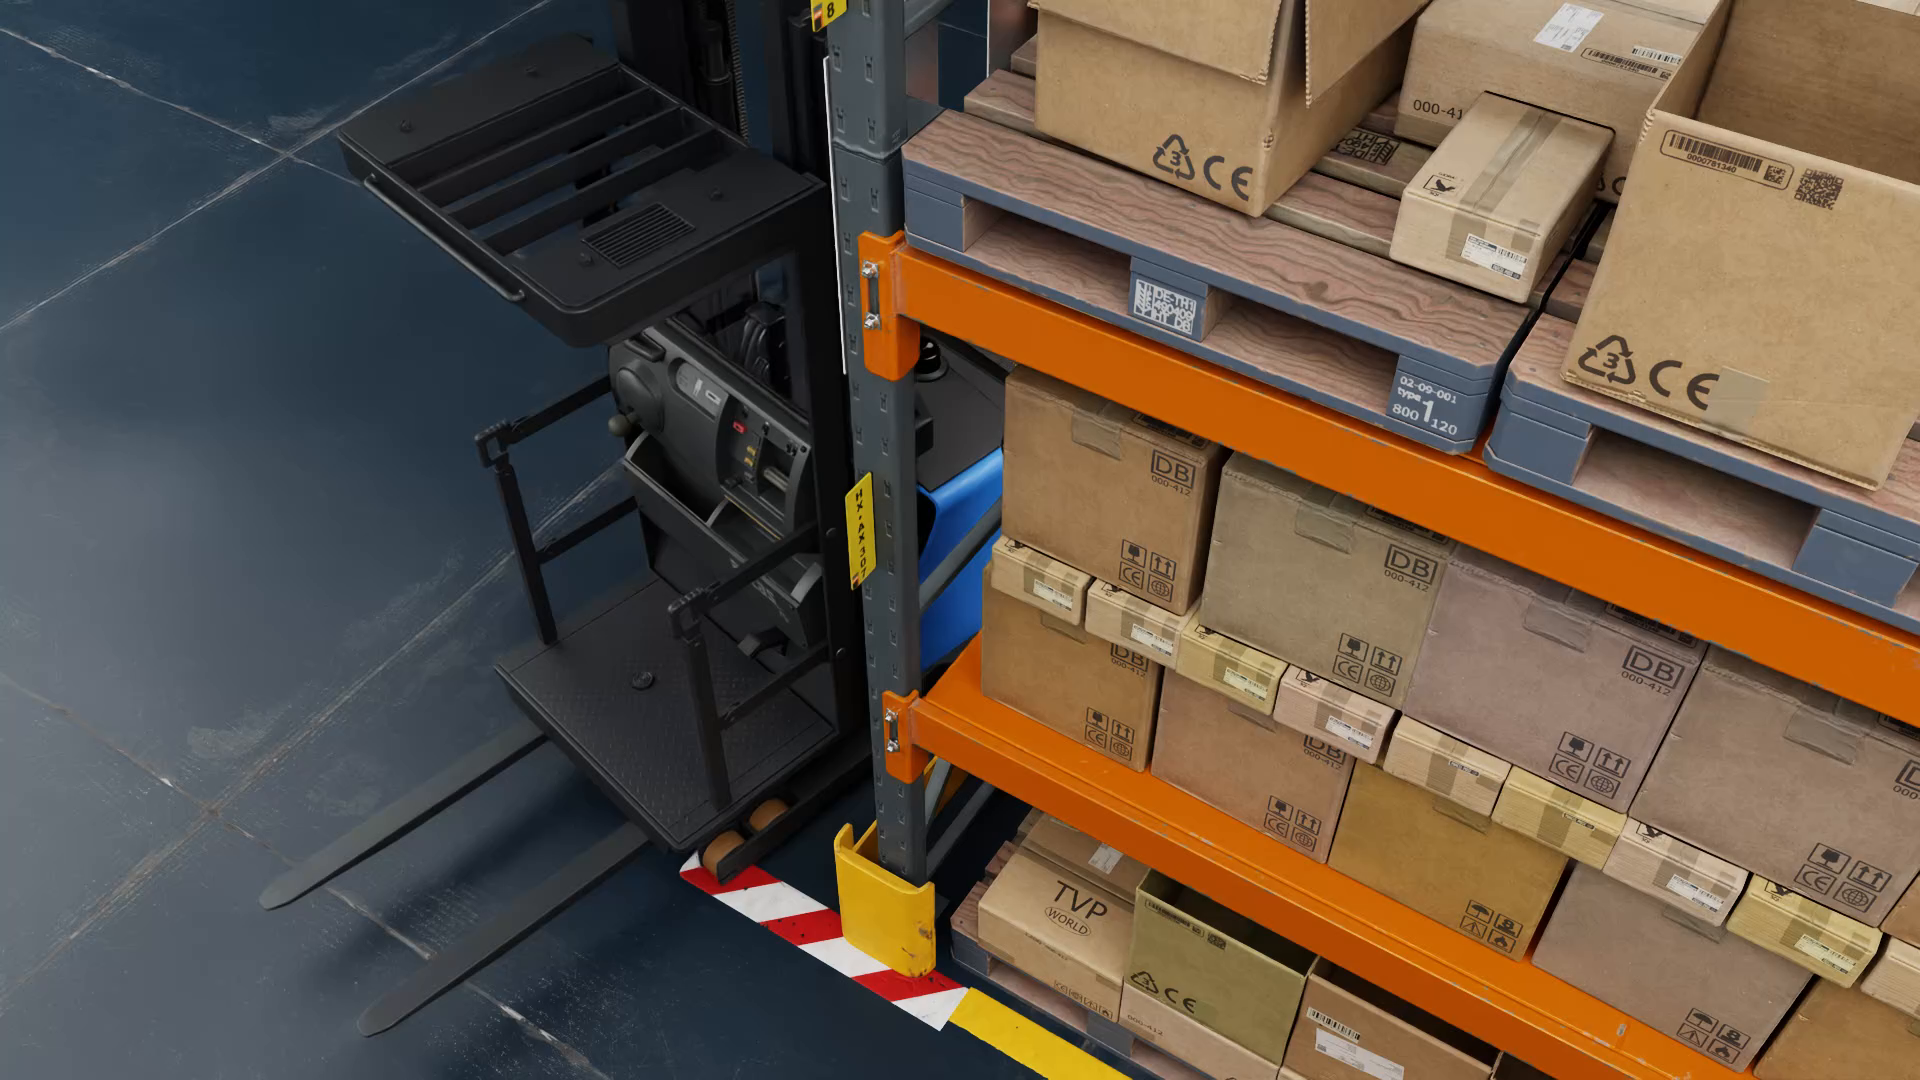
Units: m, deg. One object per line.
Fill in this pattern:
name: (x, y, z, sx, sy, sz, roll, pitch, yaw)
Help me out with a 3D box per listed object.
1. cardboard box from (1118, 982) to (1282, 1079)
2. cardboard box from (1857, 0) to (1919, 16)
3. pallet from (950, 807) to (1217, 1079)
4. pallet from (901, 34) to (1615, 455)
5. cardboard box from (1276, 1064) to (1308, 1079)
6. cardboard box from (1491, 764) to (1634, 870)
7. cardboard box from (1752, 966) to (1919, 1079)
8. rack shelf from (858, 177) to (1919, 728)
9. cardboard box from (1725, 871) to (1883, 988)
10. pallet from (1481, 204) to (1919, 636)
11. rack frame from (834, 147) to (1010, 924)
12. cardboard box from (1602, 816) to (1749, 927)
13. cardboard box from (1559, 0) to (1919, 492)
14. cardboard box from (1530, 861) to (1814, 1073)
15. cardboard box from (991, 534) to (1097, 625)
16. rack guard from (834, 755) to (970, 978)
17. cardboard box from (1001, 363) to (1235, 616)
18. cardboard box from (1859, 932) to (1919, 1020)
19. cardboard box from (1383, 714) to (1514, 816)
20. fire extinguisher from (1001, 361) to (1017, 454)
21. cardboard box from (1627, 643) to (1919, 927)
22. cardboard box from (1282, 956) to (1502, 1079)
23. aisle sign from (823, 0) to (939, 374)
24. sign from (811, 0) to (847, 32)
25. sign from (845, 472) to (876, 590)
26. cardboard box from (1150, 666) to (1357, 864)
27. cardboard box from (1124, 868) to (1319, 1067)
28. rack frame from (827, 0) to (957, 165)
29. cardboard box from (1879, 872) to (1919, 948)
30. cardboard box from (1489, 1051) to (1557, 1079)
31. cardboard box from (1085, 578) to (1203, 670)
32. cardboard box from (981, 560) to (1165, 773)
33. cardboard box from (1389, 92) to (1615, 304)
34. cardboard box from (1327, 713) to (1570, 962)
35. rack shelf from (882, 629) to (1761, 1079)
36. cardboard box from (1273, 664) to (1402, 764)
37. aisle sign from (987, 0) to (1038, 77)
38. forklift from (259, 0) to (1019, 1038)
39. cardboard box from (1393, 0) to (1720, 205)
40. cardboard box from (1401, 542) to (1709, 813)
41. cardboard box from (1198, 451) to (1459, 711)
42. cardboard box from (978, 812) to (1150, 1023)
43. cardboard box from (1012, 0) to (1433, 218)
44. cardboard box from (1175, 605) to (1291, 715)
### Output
cardboard box: (0.820, 1.324, 4.997, 0.500, 0.250, 0.500, 25, 51, 22)
cardboard box: (1.646, -0.729, 2.947, 0.500, 0.311, 0.500, 31, 53, 26)
pallet: (0.732, 1.221, 5.416, 1.213, 0.211, 1.003, 25, 51, 22)
pallet: (0.647, -0.747, 3.354, 1.213, 0.211, 1.003, 25, 51, 22)
cardboard box: (1.241, 1.518, 4.808, 0.500, 0.250, 0.500, 25, 51, 22)
cardboard box: (1.365, 0.497, 3.653, 0.250, 0.149, 0.380, 24, 50, 22)
cardboard box: (2.188, 0.928, 3.687, 0.500, 0.500, 0.700, 25, 51, 23)
rack shelf: (1.749, -0.042, 3.109, 4.000, 0.370, 1.077, 25, 51, 22)
cardboard box: (1.795, 0.697, 3.459, 0.250, 0.149, 0.380, 26, 51, 23)
pallet: (1.678, -0.275, 2.896, 1.213, 0.211, 1.003, 25, 51, 22)
rack frame: (0.066, -0.021, 4.679, 0.127, 3.000, 1.000, 25, 51, 22)
cardboard box: (1.573, 0.595, 3.558, 0.250, 0.149, 0.380, 25, 51, 22)
cardboard box: (1.316, -0.489, 2.582, 0.500, 0.500, 0.500, 25, 51, 22)
cardboard box: (1.757, 0.730, 3.879, 0.500, 0.500, 0.700, 26, 51, 23)
cardboard box: (0.280, 0.000, 4.137, 0.250, 0.149, 0.380, 24, 51, 22)
rack guard: (0.046, 0.840, 5.585, 0.348, 0.500, 1.175, 25, 51, 22)
cardboard box: (0.496, -0.299, 3.975, 0.500, 0.500, 0.700, 25, 51, 22)
cardboard box: (2.020, 0.798, 3.361, 0.250, 0.149, 0.380, 26, 51, 23)
cardboard box: (1.150, 0.398, 3.749, 0.250, 0.149, 0.380, 23, 50, 21)
fire extinguisher: (0.217, -0.321, 5.024, 0.183, 0.674, 0.296, 25, 51, 22)
cardboard box: (1.789, 0.289, 3.403, 0.500, 0.500, 0.700, 25, 51, 22)
cardboard box: (1.247, 1.249, 4.546, 0.500, 0.500, 0.500, 25, 51, 22)
aisle sign: (-0.155, -0.768, 3.592, 0.004, 0.787, 0.394, 25, 51, 22)
sign: (-0.239, -1.066, 2.938, 0.005, 0.325, 0.100, 25, 51, 22)
sign: (-0.239, -0.018, 4.017, 0.005, 0.325, 0.100, 25, 51, 22)
cardboard box: (0.897, 0.333, 4.265, 0.500, 0.500, 0.700, 26, 51, 23)
cardboard box: (0.819, 1.064, 4.727, 0.500, 0.500, 0.500, 25, 51, 22)
rack frame: (0.066, -2.112, 2.528, 0.127, 3.000, 1.000, 25, 51, 22)
cardboard box: (2.209, 0.483, 3.215, 0.500, 0.500, 0.700, 25, 51, 22)
cardboard box: (1.658, 1.453, 4.348, 0.500, 0.500, 0.500, 25, 51, 22)
cardboard box: (0.504, 0.100, 4.039, 0.250, 0.149, 0.380, 23, 50, 21)
cardboard box: (0.452, 0.132, 4.460, 0.500, 0.500, 0.700, 25, 51, 22)
cardboard box: (0.961, -0.612, 2.947, 0.250, 0.149, 0.380, 25, 51, 22)
cardboard box: (1.311, 0.528, 4.075, 0.500, 0.500, 0.700, 25, 51, 22)
rack shelf: (1.749, 1.004, 4.185, 4.000, 0.370, 1.077, 25, 51, 22)
cardboard box: (0.924, 0.297, 3.848, 0.250, 0.149, 0.380, 24, 50, 22)
aisle sign: (0.169, -1.130, 3.944, 0.004, 0.787, 0.394, 25, 51, 22)
forklift: (-0.927, -0.298, 4.996, 3.031, 2.935, 1.130, -35, 55, -29)
cardboard box: (1.178, -0.923, 3.178, 0.500, 0.250, 0.500, 25, 51, 22)
cardboard box: (1.367, 0.096, 3.591, 0.500, 0.500, 0.700, 25, 51, 22)
cardboard box: (0.942, -0.099, 3.780, 0.500, 0.500, 0.700, 23, 50, 21)
cardboard box: (0.397, 1.132, 5.182, 0.500, 0.250, 0.500, 25, 51, 22)
cardboard box: (0.547, -1.073, 3.147, 0.637, 0.503, 0.797, 28, 52, 25)
cardboard box: (0.713, 0.198, 3.944, 0.250, 0.149, 0.380, 25, 51, 22)
